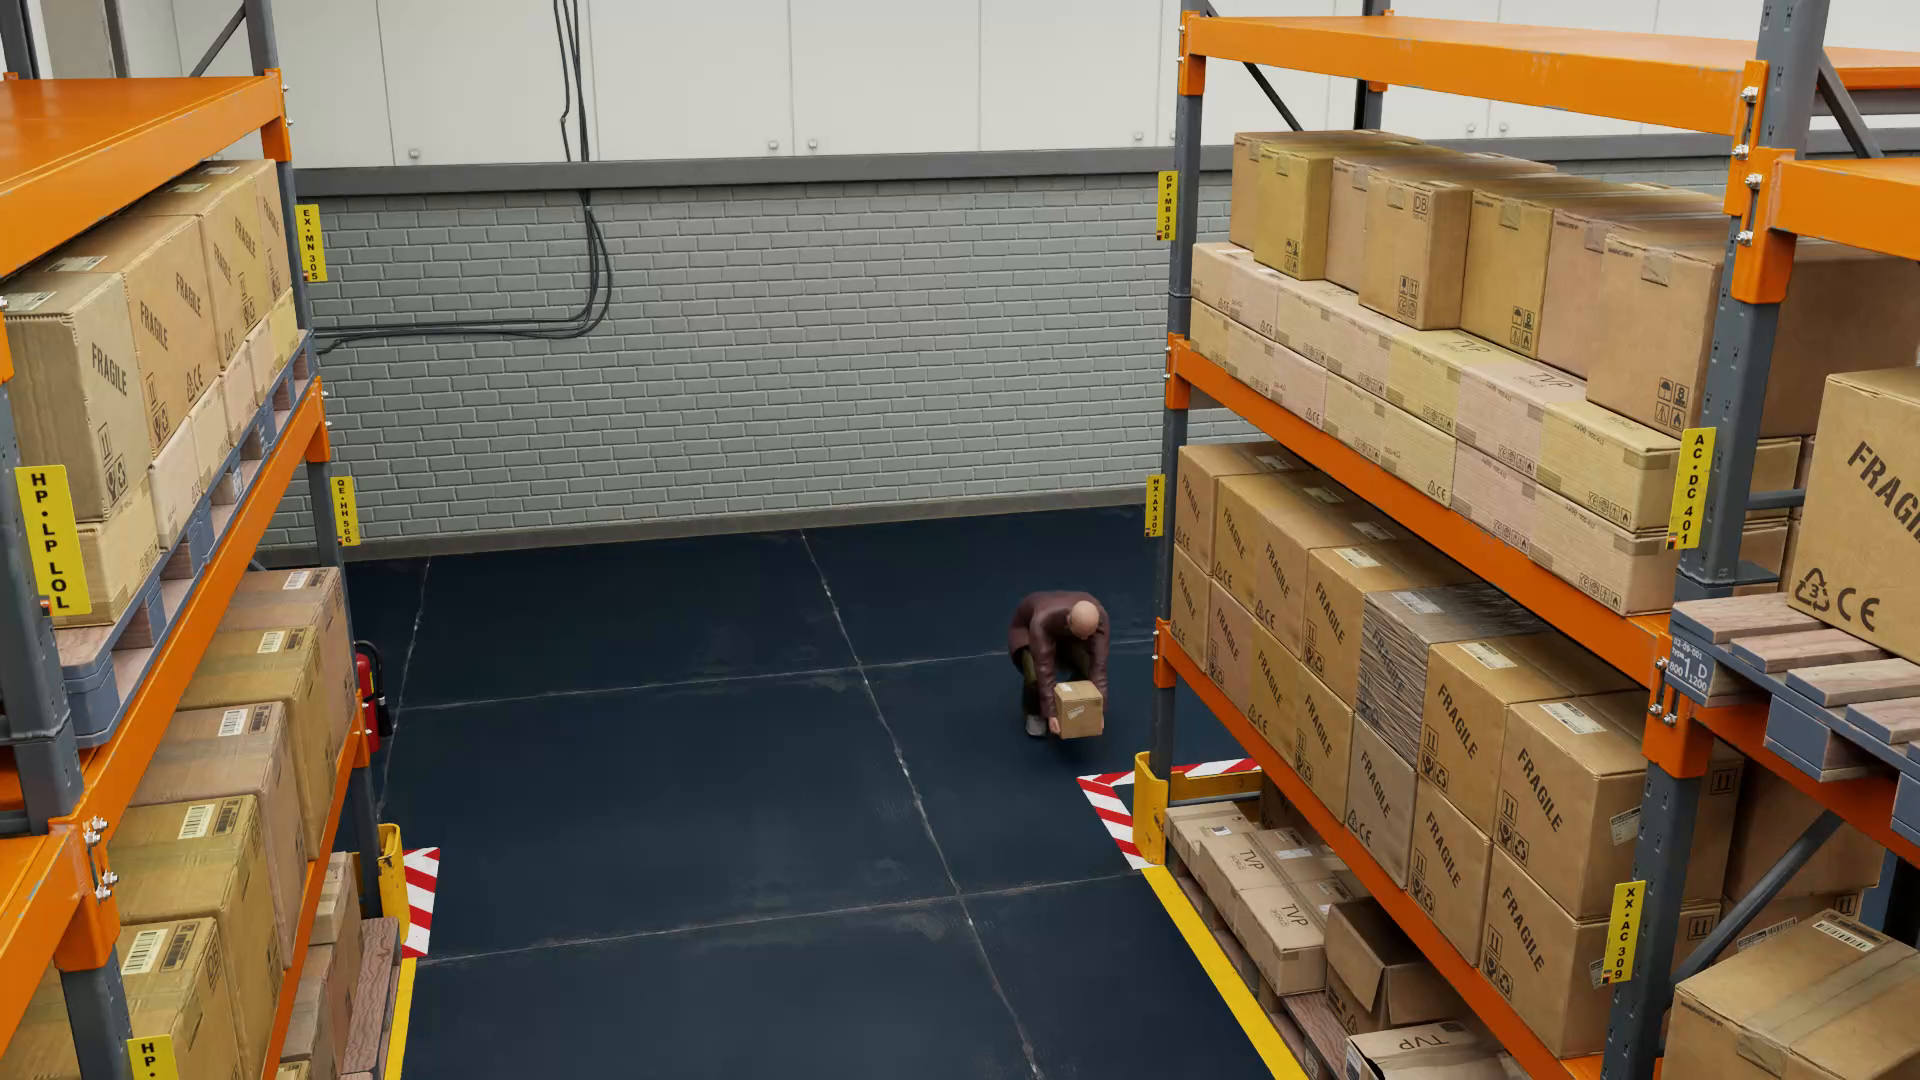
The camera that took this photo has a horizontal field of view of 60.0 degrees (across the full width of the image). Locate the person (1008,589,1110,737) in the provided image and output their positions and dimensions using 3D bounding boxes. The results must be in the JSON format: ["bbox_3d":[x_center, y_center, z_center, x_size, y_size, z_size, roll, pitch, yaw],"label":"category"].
[{"bbox_3d":[0.612,0.729,10.189,0.583,1.001,0.945,-5,20,-14],"label":"person"}]
